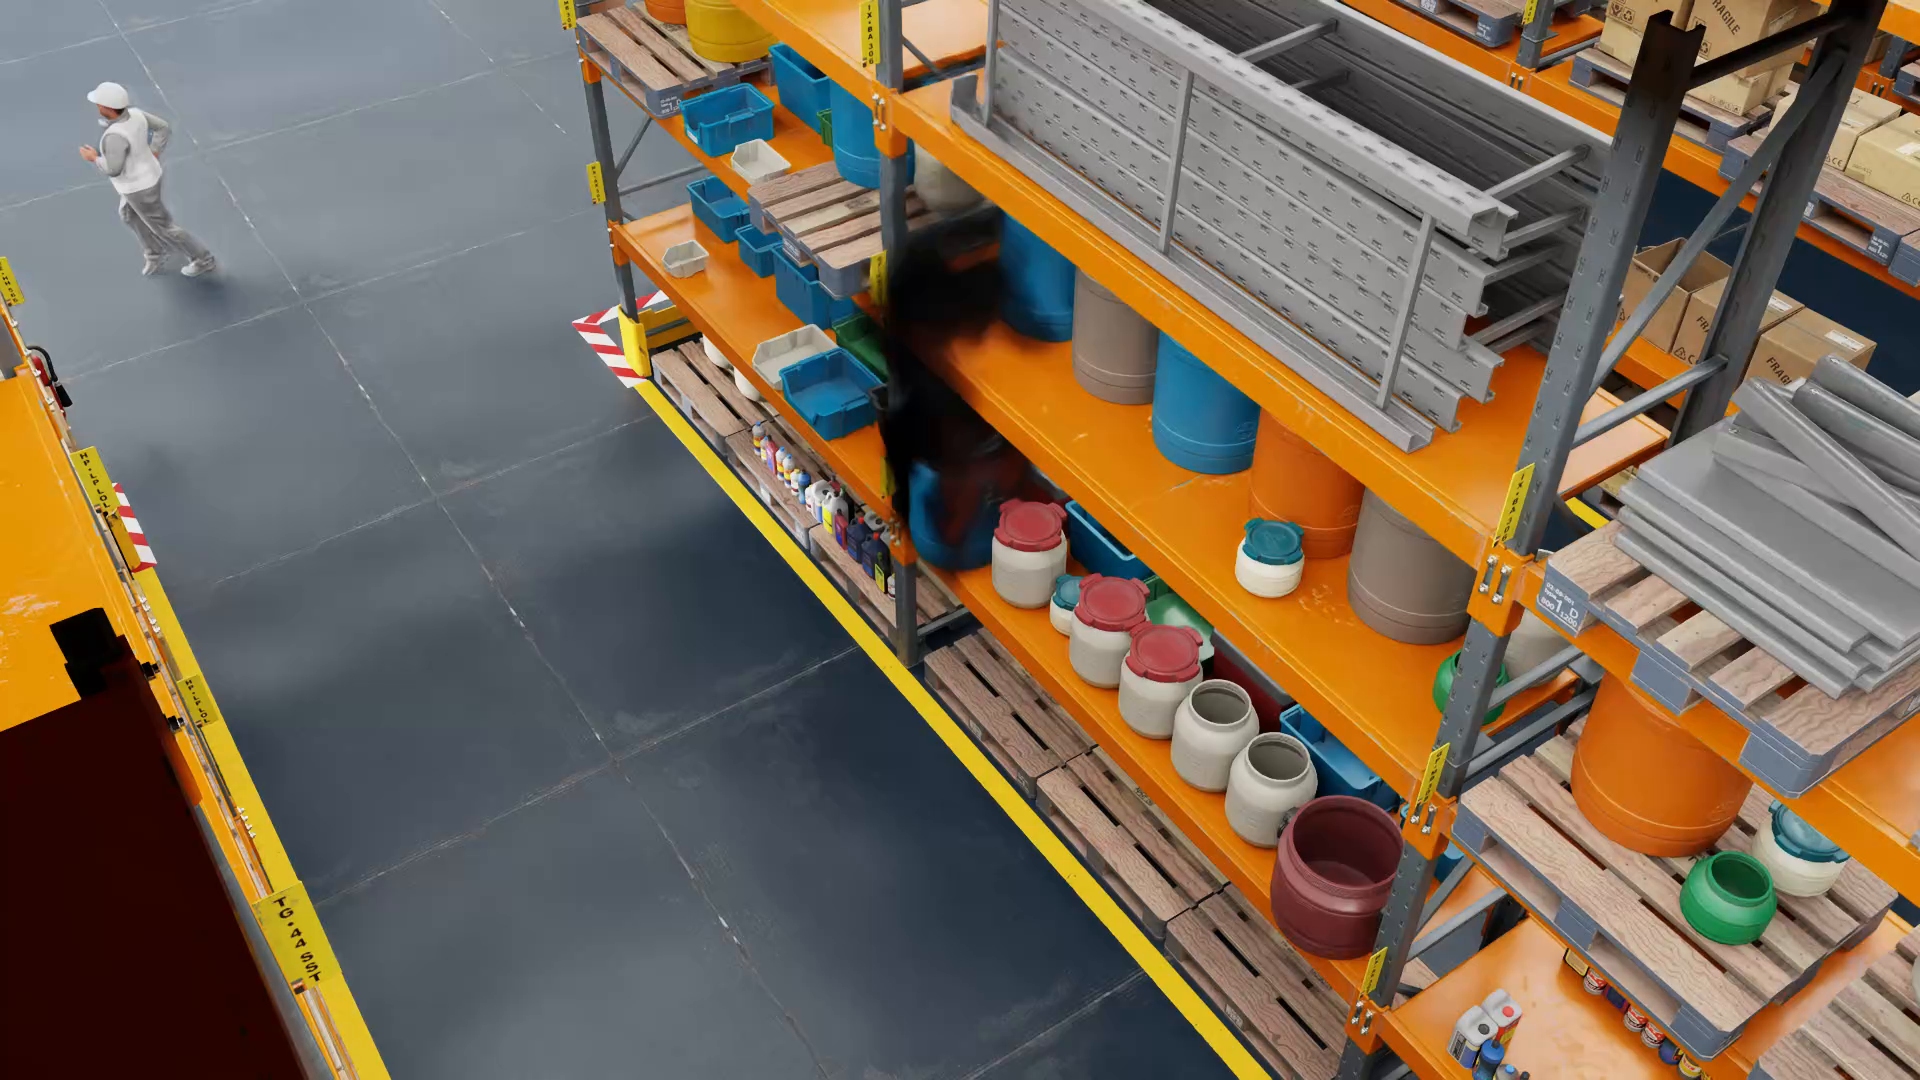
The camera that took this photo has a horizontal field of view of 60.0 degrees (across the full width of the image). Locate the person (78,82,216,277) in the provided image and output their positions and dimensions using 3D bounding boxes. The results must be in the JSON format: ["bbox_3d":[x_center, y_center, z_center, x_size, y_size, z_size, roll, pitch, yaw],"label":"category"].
[{"bbox_3d":[-6.690,-2.900,13.609,0.767,1.832,0.625,-5,43,-5],"label":"person"}]
